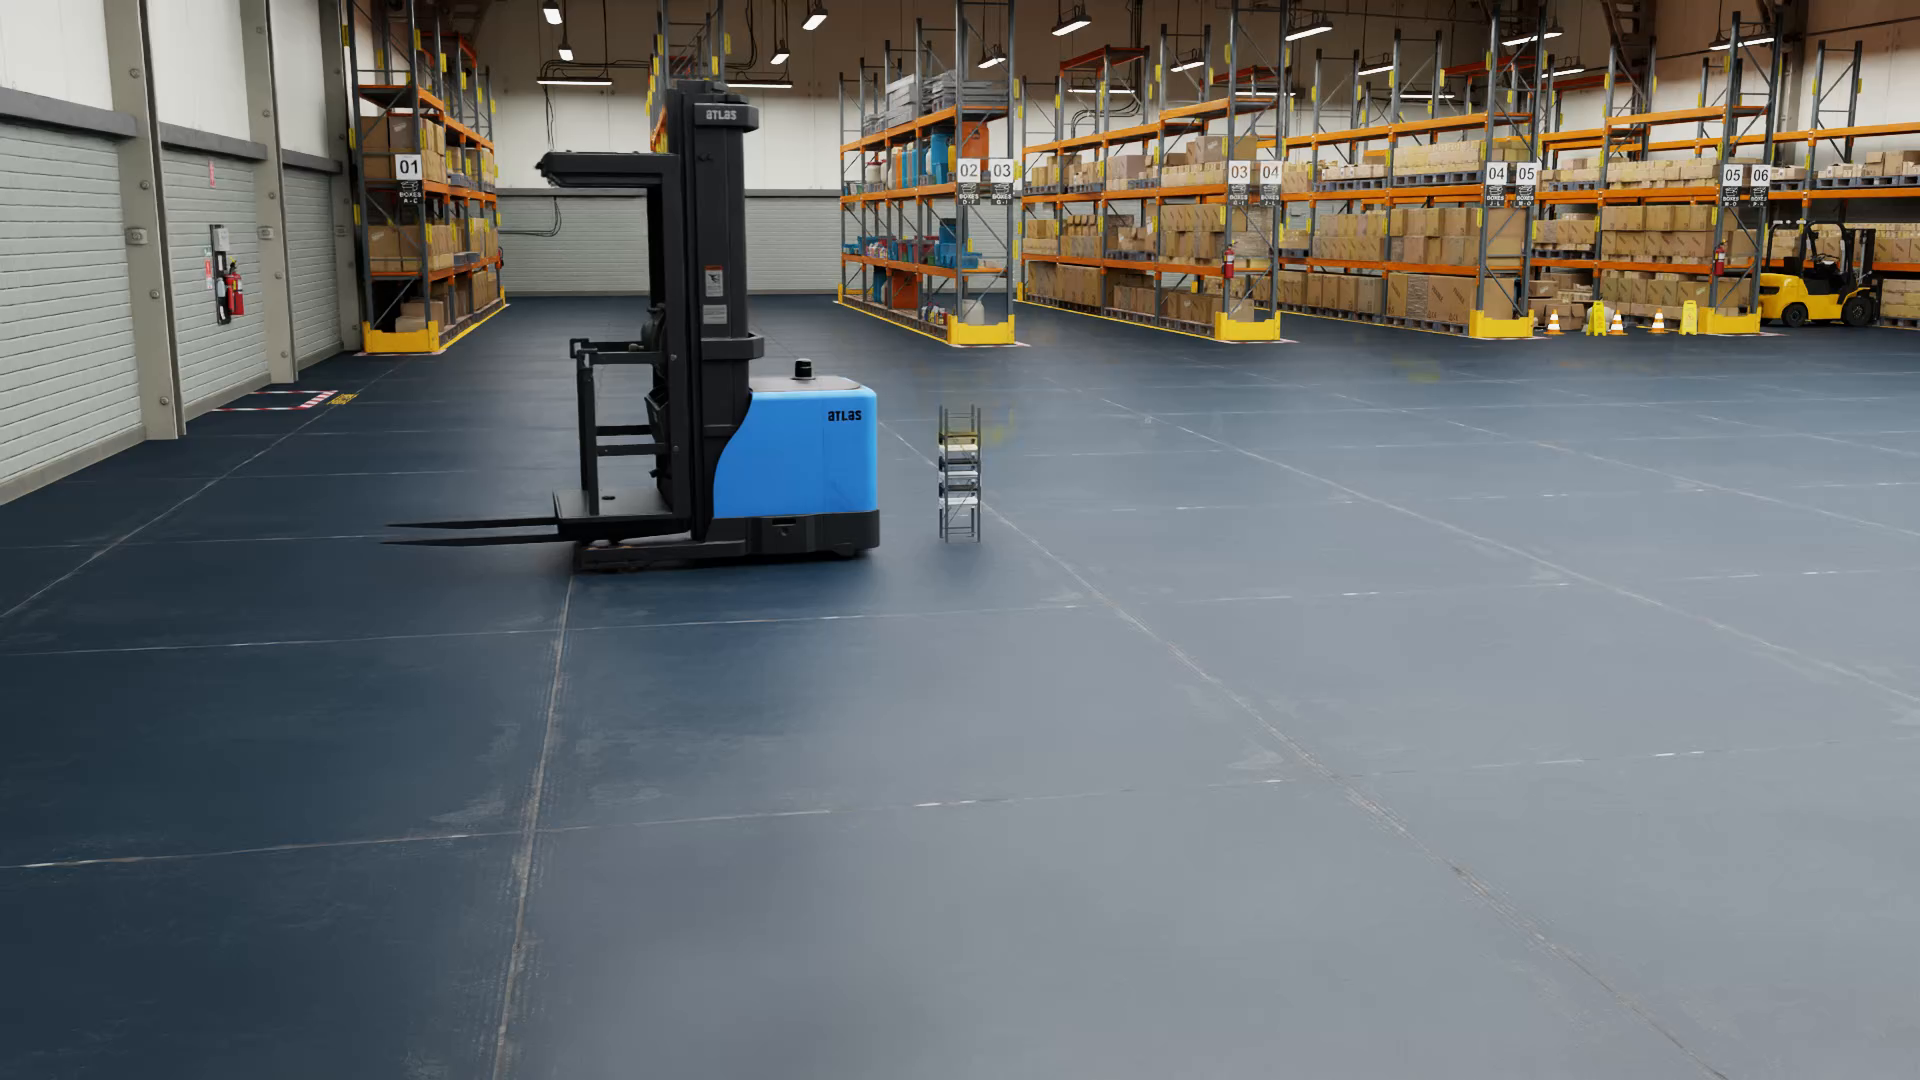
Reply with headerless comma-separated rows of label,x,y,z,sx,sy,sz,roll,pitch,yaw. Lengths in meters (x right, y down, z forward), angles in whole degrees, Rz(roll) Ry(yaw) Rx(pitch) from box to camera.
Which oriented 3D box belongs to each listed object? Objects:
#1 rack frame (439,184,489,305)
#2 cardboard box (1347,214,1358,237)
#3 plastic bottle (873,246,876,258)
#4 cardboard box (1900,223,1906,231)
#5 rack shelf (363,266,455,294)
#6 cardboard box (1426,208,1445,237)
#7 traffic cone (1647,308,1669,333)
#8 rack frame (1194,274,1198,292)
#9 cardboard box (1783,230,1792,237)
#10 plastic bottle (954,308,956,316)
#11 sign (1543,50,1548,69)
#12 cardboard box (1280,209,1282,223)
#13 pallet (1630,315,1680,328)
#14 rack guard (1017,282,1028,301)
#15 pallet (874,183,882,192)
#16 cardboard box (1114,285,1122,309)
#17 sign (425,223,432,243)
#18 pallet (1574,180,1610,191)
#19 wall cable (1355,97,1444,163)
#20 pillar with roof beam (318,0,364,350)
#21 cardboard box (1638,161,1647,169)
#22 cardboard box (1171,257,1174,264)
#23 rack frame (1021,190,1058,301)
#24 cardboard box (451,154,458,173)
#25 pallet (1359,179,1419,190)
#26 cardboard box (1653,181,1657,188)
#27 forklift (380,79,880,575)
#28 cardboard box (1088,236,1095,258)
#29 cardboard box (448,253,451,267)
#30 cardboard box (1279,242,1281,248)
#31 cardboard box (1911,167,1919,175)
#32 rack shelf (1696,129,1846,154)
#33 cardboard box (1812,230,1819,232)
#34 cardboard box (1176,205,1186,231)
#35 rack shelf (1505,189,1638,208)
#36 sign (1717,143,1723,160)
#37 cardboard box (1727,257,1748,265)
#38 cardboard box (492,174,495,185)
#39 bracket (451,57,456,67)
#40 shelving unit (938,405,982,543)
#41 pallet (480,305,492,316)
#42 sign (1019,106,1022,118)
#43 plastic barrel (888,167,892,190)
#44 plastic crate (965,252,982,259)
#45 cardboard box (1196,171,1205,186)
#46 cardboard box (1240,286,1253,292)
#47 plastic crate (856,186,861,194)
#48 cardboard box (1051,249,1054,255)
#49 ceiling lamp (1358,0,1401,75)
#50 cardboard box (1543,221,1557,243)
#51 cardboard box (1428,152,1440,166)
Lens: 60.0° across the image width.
rack frame,-11.620,-6.806,38.932,1.000,3.000,0.127,-2,11,-11
cardboard box,8.998,-6.952,36.757,0.700,0.500,0.500,-2,11,-12
plastic bottle,-1.960,-6.794,39.202,0.152,0.276,0.135,-2,11,-11
cardboard box,19.472,-6.398,33.993,0.380,0.149,0.250,-2,11,-11
rack shelf,-9.675,-4.619,29.363,1.077,0.370,4.000,-2,11,-11
cardboard box,9.737,-6.279,32.872,0.875,0.550,0.500,-2,11,-11
traffic cone,13.662,-4.292,32.507,0.336,0.463,0.334,-2,11,-11
rack frame,7.063,-8.242,46.476,1.000,3.000,0.127,-2,11,-11
cardboard box,18.749,-6.890,37.370,0.380,0.149,0.250,-2,11,-12
plastic bottle,-0.041,-4.424,32.527,0.152,0.276,0.135,-2,11,-11
sign,10.721,-8.810,30.495,0.100,0.325,0.005,-2,11,-11
cardboard box,7.993,-8.286,42.972,0.500,0.500,0.500,-2,11,-10
pallet,14.639,-4.524,34.398,1.003,0.211,1.213,-2,11,-11
rack guard,2.174,-6.856,45.883,1.175,0.500,0.348,-2,11,-11
pallet,-1.430,-8.199,38.733,1.003,0.211,1.213,-2,11,-11
cardboard box,3.884,-5.479,37.468,0.700,0.500,0.500,-3,11,-14
sign,-8.754,-5.050,27.392,0.100,0.325,0.005,-2,11,-11
pallet,14.218,-7.738,36.308,1.213,0.211,1.003,-2,11,-11
wall cable,13.995,-12.560,53.019,2.988,3.039,0.133,-2,11,-11
pillar with roof beam,-6.048,-7.806,28.140,9.100,9.000,0.400,-2,11,-11
cardboard box,14.219,-7.724,34.270,0.380,0.149,0.250,-2,11,-13
cardboard box,4.429,-5.569,33.103,0.380,0.149,0.250,-2,11,-11
rack frame,2.179,-8.080,45.626,1.000,3.000,0.127,-2,11,-11
cardboard box,-10.991,-7.896,35.194,0.700,0.500,0.500,-3,11,-15
pallet,9.171,-7.587,35.524,0.805,0.209,1.217,-3,11,-13
cardboard box,14.353,-7.240,33.863,0.380,0.149,0.250,-2,11,-11
forklift,-2.088,-1.340,10.396,3.031,2.935,1.130,-3,11,-15
cardboard box,3.304,-6.835,38.817,0.500,0.500,0.500,-2,11,-12
cardboard box,-9.585,-5.107,30.355,0.500,0.250,0.500,-2,11,-11
cardboard box,7.877,-7.119,40.126,0.380,0.149,0.250,-3,11,-14
cardboard box,19.420,-7.434,33.488,0.380,0.149,0.250,-2,11,-13
rack shelf,18.712,-9.185,38.379,1.077,0.370,4.000,-2,11,-11
cardboard box,18.905,-6.720,36.481,0.380,0.149,0.250,-2,11,-12
cardboard box,4.546,-6.290,32.486,0.500,0.500,0.500,-2,11,-11
rack shelf,13.844,-7.726,37.670,1.077,0.370,4.000,-2,11,-11
sign,14.463,-7.398,31.652,0.100,0.325,0.005,-2,11,-11
cardboard box,15.148,-5.452,32.492,0.380,0.149,0.250,-2,11,-11
cardboard box,-11.995,-9.070,41.817,0.500,0.250,0.500,-2,11,-9
bracket,-13.342,-12.655,43.994,0.235,0.232,0.430,-2,11,-11
shelving unit,-0.002,-0.444,11.120,0.258,0.900,0.210,-2,11,-11
pallet,-11.396,-5.297,38.464,1.003,0.211,1.213,-2,11,-11
sign,1.633,-11.545,44.863,0.100,0.325,0.005,-2,11,-11
plastic barrel,-1.364,-7.893,36.322,0.421,0.512,0.421,0,11,0
plastic crate,0.136,-5.433,32.116,0.499,0.251,0.616,-2,11,-11
cardboard box,4.756,-6.810,31.334,0.500,0.250,0.500,-2,11,-10
cardboard box,7.468,-6.506,43.064,0.380,0.149,0.250,-2,11,-10
plastic crate,-2.281,-8.602,40.915,0.450,0.188,0.662,-2,11,-11
cardboard box,2.526,-7.314,42.275,0.380,0.149,0.250,-2,11,-10
ceiling lamp,10.697,-13.289,41.337,0.800,3.185,2.000,-2,11,-11
cardboard box,13.624,-6.999,37.762,0.500,0.500,0.500,-3,11,-13
cardboard box,9.515,-7.465,32.586,0.500,0.250,0.500,-2,11,-10
